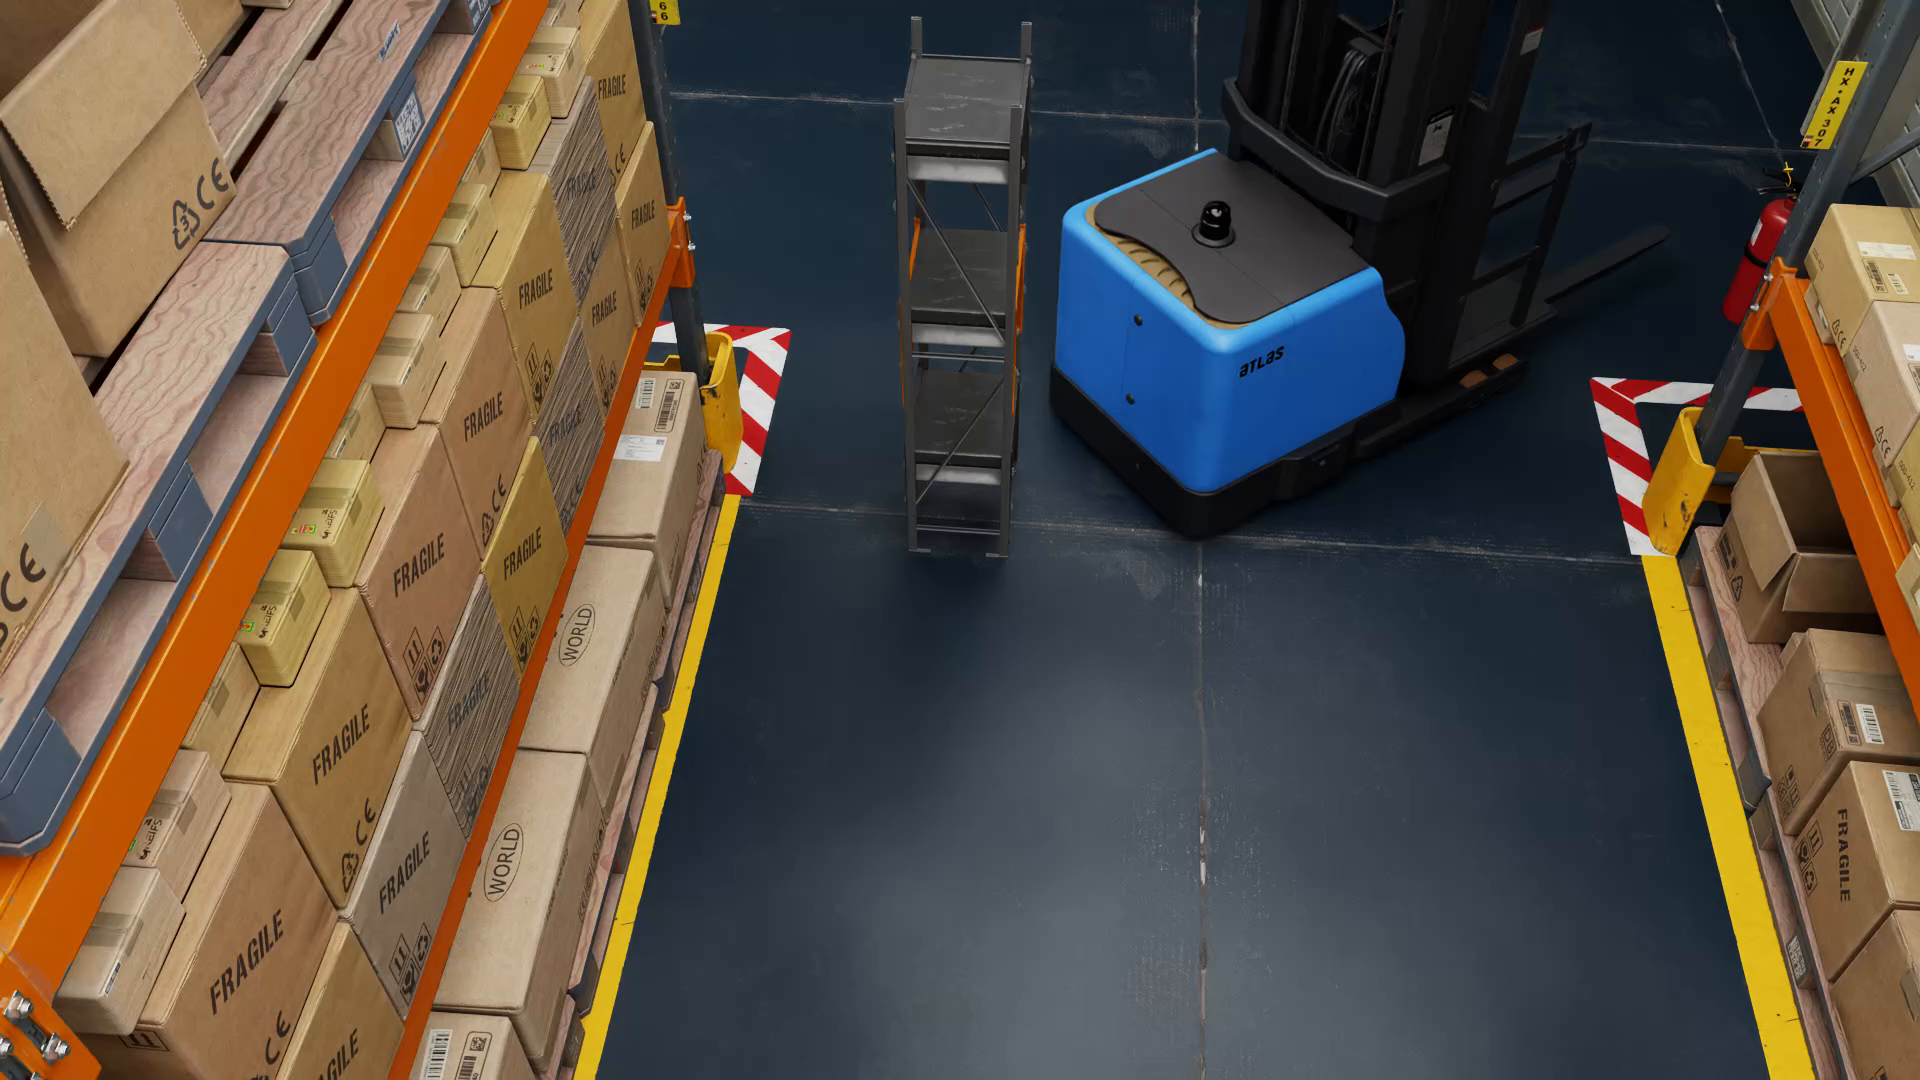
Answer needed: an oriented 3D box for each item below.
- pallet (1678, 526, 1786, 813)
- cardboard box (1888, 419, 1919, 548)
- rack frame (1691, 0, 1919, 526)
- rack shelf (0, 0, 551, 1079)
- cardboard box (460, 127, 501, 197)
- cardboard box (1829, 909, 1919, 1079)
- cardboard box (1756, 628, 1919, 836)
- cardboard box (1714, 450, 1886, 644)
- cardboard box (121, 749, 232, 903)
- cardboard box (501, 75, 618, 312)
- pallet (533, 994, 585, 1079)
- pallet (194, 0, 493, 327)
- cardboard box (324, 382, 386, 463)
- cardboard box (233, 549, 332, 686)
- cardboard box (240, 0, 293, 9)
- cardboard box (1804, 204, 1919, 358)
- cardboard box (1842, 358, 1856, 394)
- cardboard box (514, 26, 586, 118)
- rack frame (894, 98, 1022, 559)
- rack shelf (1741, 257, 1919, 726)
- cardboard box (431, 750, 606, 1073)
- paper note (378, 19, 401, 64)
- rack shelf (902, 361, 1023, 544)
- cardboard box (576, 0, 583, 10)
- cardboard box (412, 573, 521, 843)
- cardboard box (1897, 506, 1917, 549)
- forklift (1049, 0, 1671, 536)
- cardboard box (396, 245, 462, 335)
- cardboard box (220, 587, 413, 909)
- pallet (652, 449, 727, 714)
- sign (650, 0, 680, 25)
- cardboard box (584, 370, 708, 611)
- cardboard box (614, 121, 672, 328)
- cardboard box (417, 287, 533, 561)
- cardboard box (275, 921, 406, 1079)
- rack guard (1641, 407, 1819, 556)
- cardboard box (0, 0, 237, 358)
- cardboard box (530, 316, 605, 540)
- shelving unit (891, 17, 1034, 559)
[{"bbox_3d":[3.333,0.487,6.188,1.003,0.211,1.213,4,48,4],"label":"pallet"},{"bbox_3d":[3.013,-0.088,4.723,0.500,0.250,0.500,3,48,3],"label":"cardboard box"},{"bbox_3d":[3.411,-1.096,5.746,1.000,3.000,0.127,4,48,4],"label":"rack frame"},{"bbox_3d":[-1.714,-0.775,3.810,0.831,0.071,3.687,4,48,4],"label":"rack shelf"},{"bbox_3d":[-1.462,-0.987,4.461,0.380,0.149,0.250,3,48,3],"label":"cardboard box"},{"bbox_3d":[3.050,1.437,4.838,0.700,0.500,0.500,2,48,2],"label":"cardboard box"},{"bbox_3d":[3.145,0.674,5.536,0.700,0.500,0.500,6,48,5],"label":"cardboard box"},{"bbox_3d":[3.261,0.048,6.107,0.797,0.503,0.637,2,48,2],"label":"cardboard box"},{"bbox_3d":[-1.602,0.518,3.084,0.380,0.149,0.250,5,48,4],"label":"cardboard box"},{"bbox_3d":[-1.357,-1.042,4.951,0.500,0.500,0.500,4,48,4],"label":"cardboard box"},{"bbox_3d":[-1.749,1.900,4.895,1.003,0.211,1.213,4,48,4],"label":"pallet"},{"bbox_3d":[-1.698,-0.965,3.653,1.003,0.211,1.213,4,48,4],"label":"pallet"},{"bbox_3d":[-1.543,-0.235,3.773,0.380,0.149,0.250,4,48,3],"label":"cardboard box"},{"bbox_3d":[-1.537,0.149,3.422,0.380,0.149,0.250,4,48,3],"label":"cardboard box"},{"bbox_3d":[-1.718,-1.488,3.780,0.500,0.311,0.500,5,48,4],"label":"cardboard box"},{"bbox_3d":[3.102,-0.831,5.403,0.500,0.250,0.500,4,48,4],"label":"cardboard box"},{"bbox_3d":[3.131,-0.598,5.461,0.380,0.149,0.250,5,48,4],"label":"cardboard box"},{"bbox_3d":[-1.304,-1.357,4.799,0.380,0.149,0.250,3,48,3],"label":"cardboard box"},{"bbox_3d":[-0.007,-0.651,5.948,0.400,2.100,0.015,4,48,4],"label":"rack frame"},{"bbox_3d":[3.229,0.616,4.667,1.077,0.370,4.000,4,48,4],"label":"rack shelf"},{"bbox_3d":[-1.651,1.123,5.168,0.875,0.438,0.875,3,48,2],"label":"cardboard box"},{"bbox_3d":[-1.144,-1.000,3.338,0.006,0.032,0.123,4,48,4],"label":"paper note"},{"bbox_3d":[0.015,-0.349,6.639,0.431,0.518,0.480,4,48,4],"label":"rack shelf"},{"bbox_3d":[-1.365,-1.740,5.150,0.380,0.149,0.250,4,48,4],"label":"cardboard box"},{"bbox_3d":[-1.491,0.417,4.294,0.500,0.500,0.500,4,48,4],"label":"cardboard box"},{"bbox_3d":[3.039,-0.026,4.937,0.380,0.149,0.250,5,48,4],"label":"cardboard box"},{"bbox_3d":[1.895,-1.868,6.499,3.031,2.935,1.130,-26,53,-22],"label":"forklift"},{"bbox_3d":[-1.469,-0.607,4.114,0.380,0.149,0.250,5,48,5],"label":"cardboard box"},{"bbox_3d":[-1.560,0.436,3.599,0.500,0.500,0.500,3,48,3],"label":"cardboard box"},{"bbox_3d":[-1.527,0.107,6.535,1.003,0.211,1.213,4,48,4],"label":"pallet"},{"bbox_3d":[-0.993,-1.851,5.491,0.100,0.325,0.005,4,48,4],"label":"sign"},{"bbox_3d":[-1.492,-0.213,6.389,0.875,0.438,0.875,2,48,2],"label":"cardboard box"},{"bbox_3d":[-1.312,-1.089,5.671,0.500,0.500,0.500,4,48,4],"label":"cardboard box"},{"bbox_3d":[-1.453,-0.310,4.281,0.500,0.500,0.500,4,48,3],"label":"cardboard box"},{"bbox_3d":[-1.593,1.151,3.623,0.500,0.500,0.500,5,48,5],"label":"cardboard box"},{"bbox_3d":[3.404,-0.197,6.617,1.175,0.500,0.348,4,48,4],"label":"rack guard"},{"bbox_3d":[-1.806,-0.704,2.932,0.797,0.503,0.637,7,48,7],"label":"cardboard box"},{"bbox_3d":[-1.410,-0.342,4.989,0.500,0.500,0.500,5,48,5],"label":"cardboard box"},{"bbox_3d":[0.015,-0.830,6.112,0.431,2.100,0.503,4,48,4],"label":"shelving unit"}]
